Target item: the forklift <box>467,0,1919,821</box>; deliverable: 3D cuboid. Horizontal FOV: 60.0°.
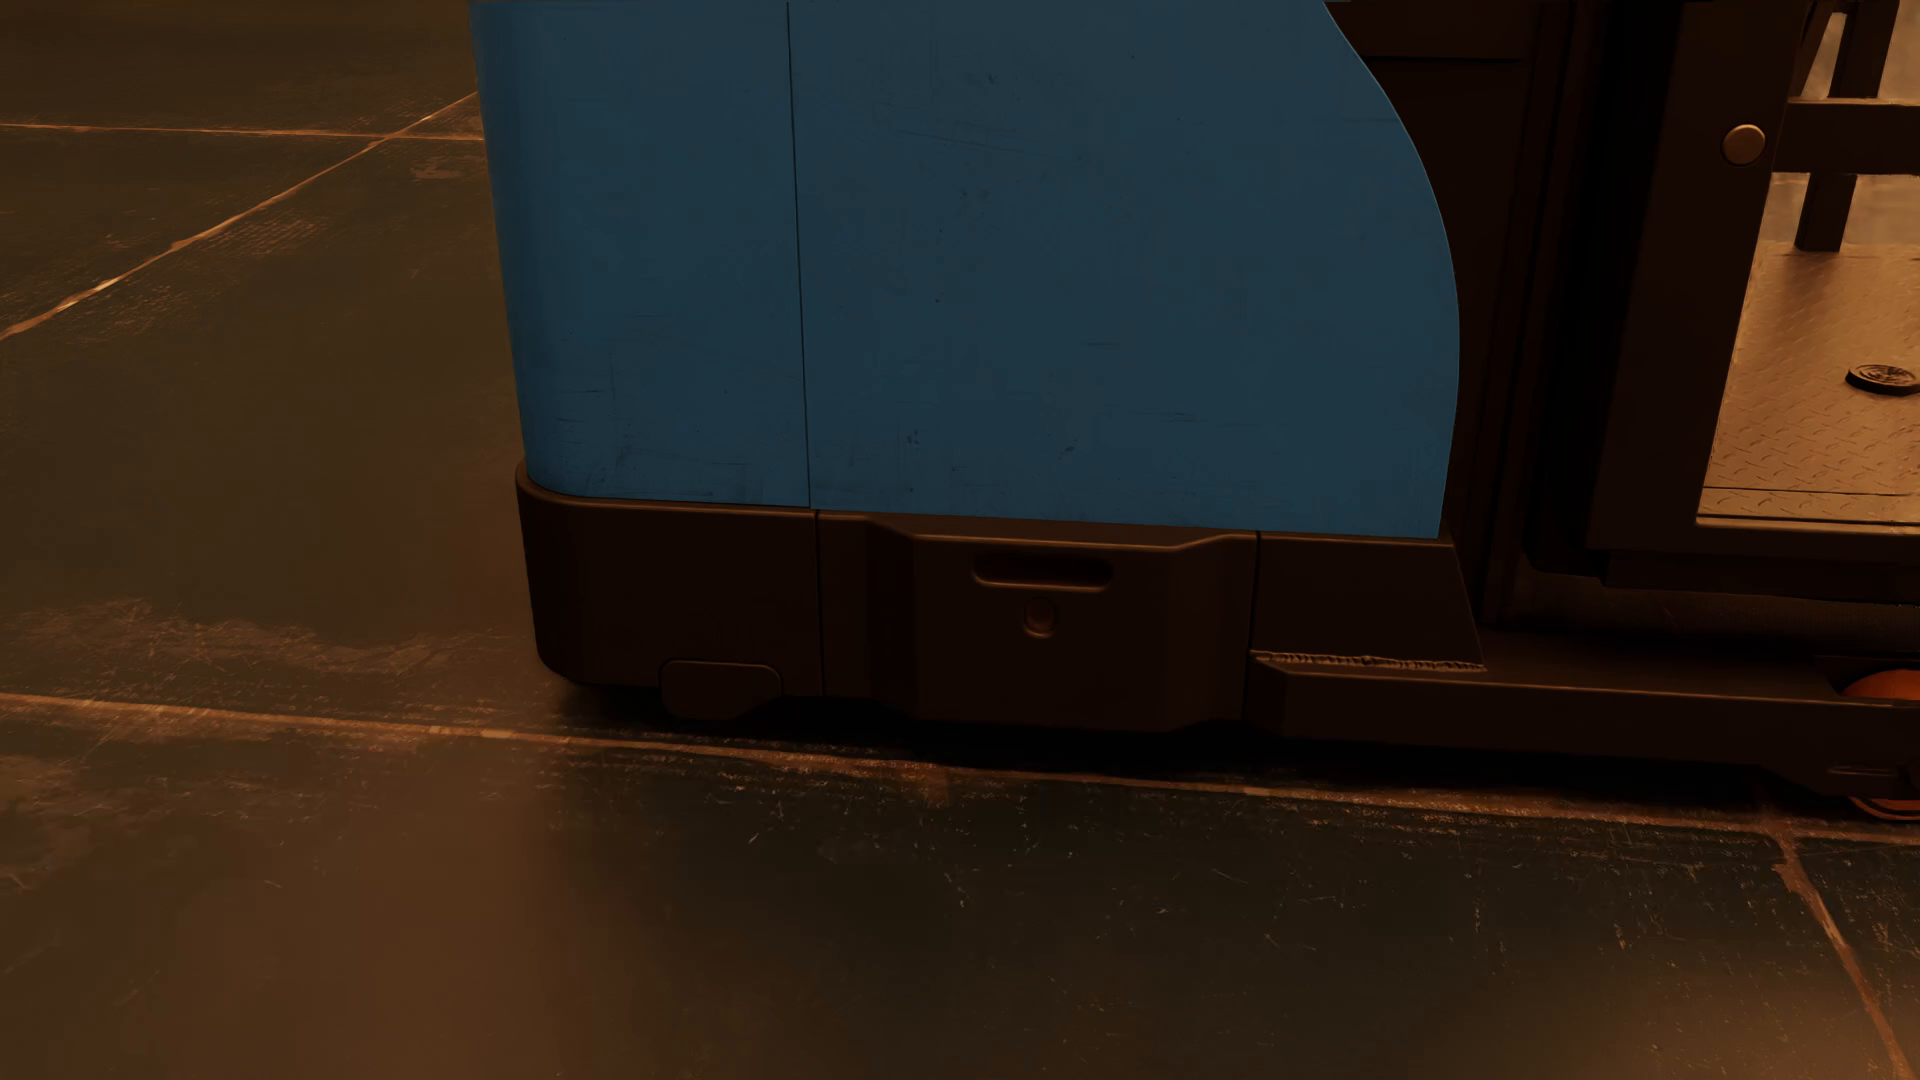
[{"bbox_3d":[1.025,-1.238,1.698,3.031,2.935,1.130,3,27,6],"label":"forklift"}]
